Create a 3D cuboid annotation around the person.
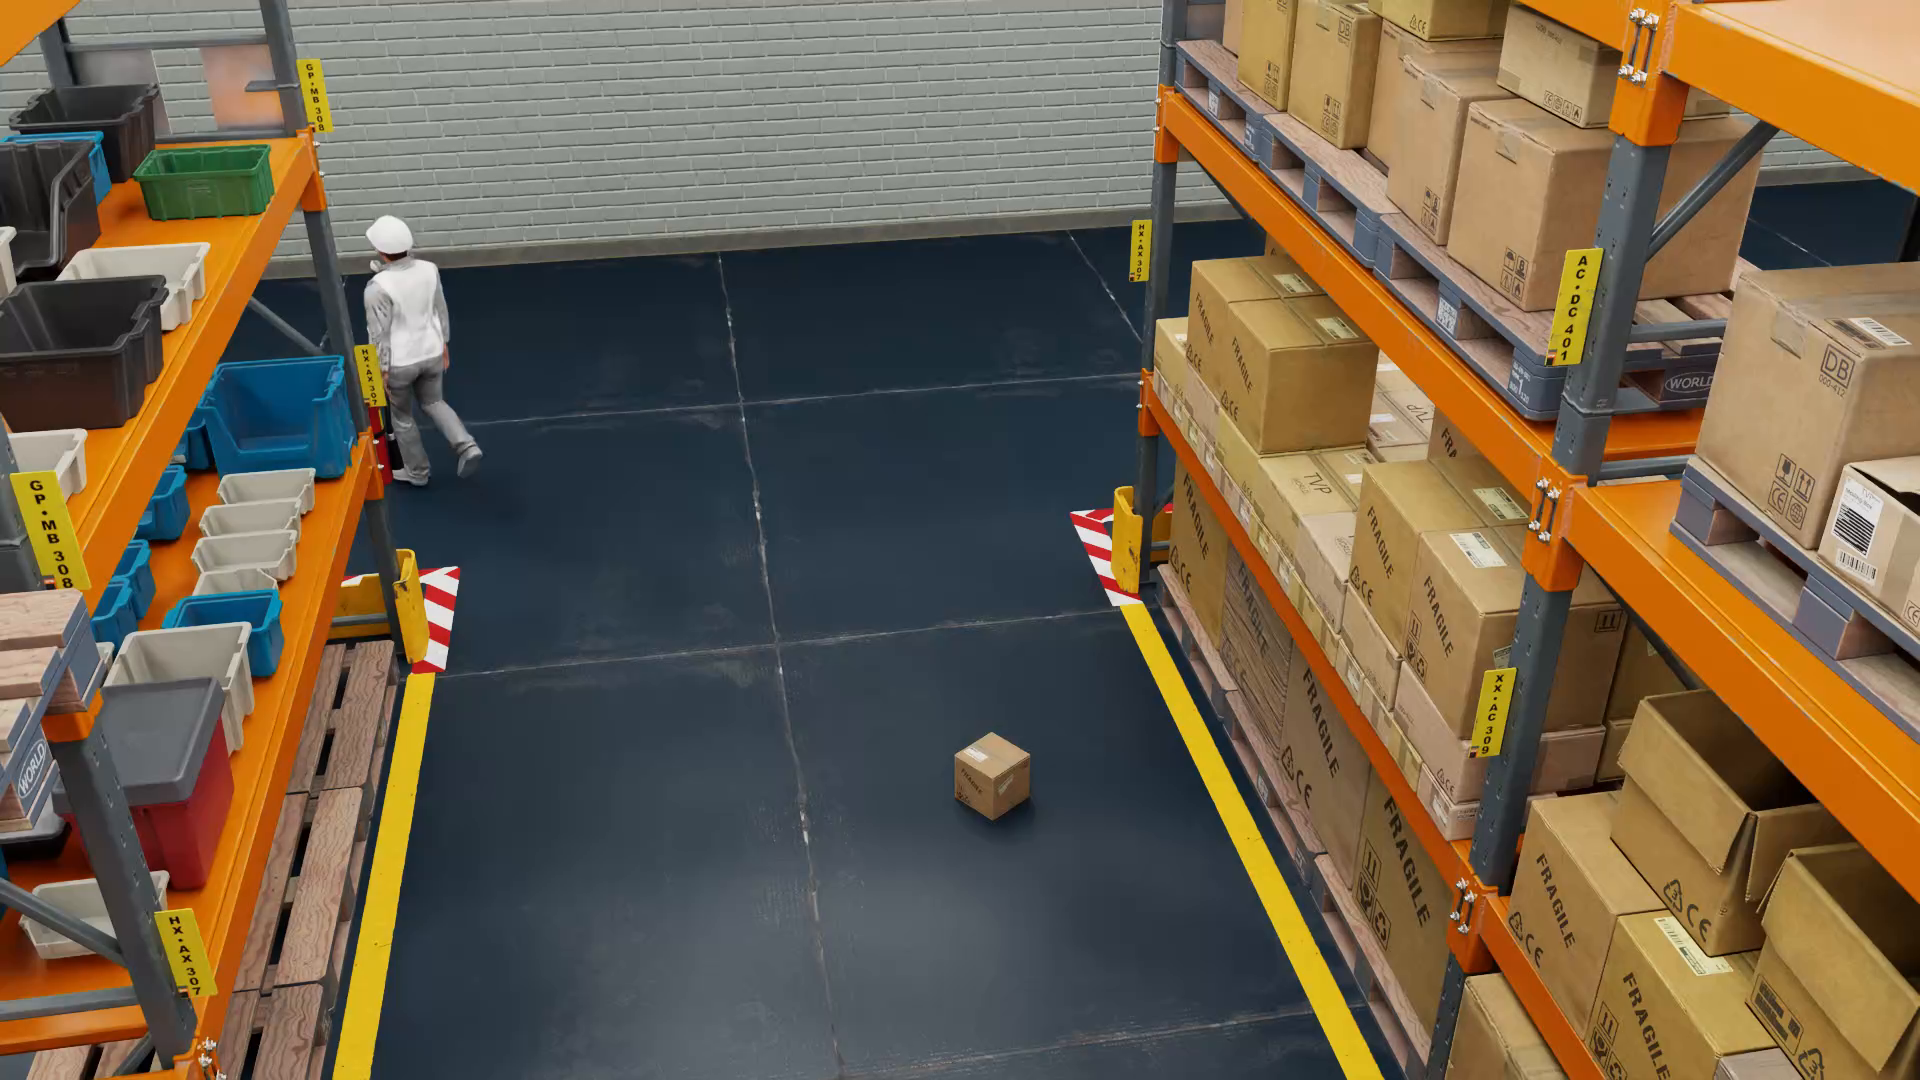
[{"bbox_3d":[-3.270,-1.107,9.966,0.696,1.756,0.542,20,36,31],"label":"person"}]
